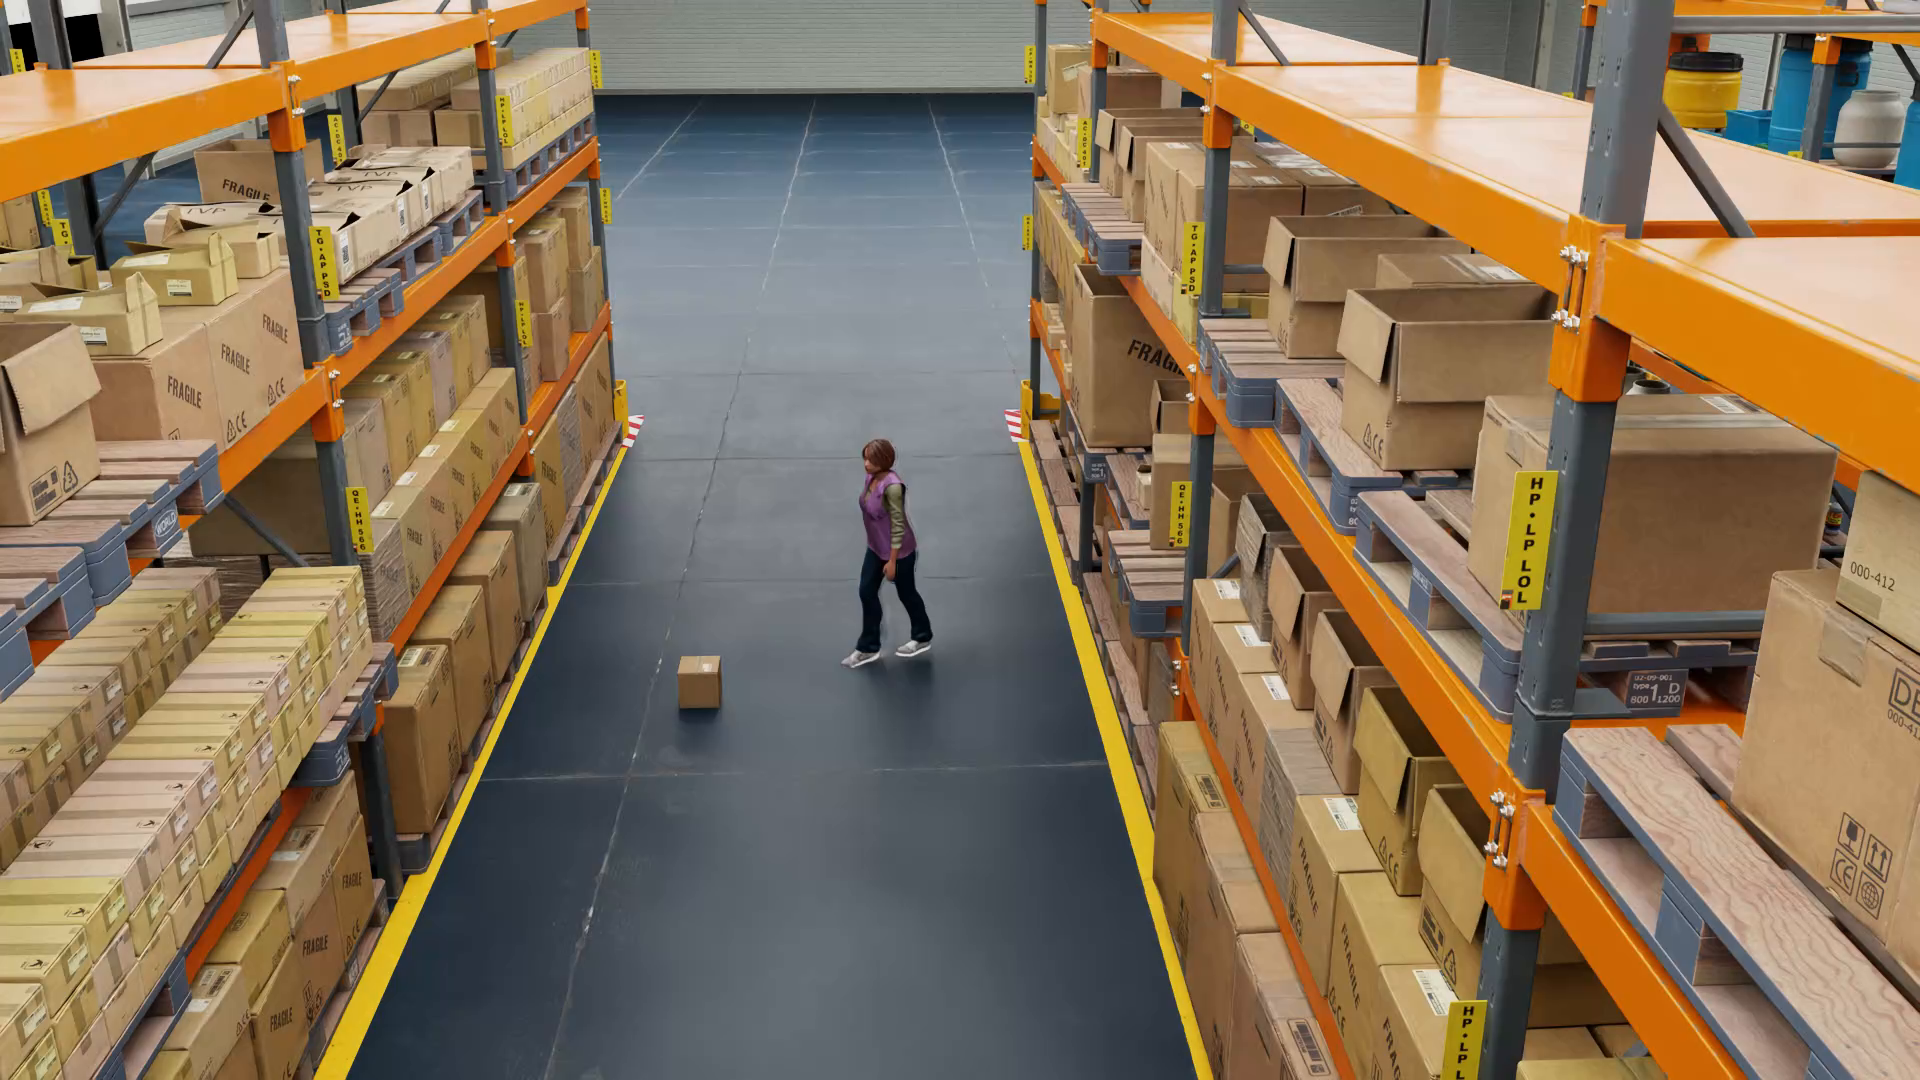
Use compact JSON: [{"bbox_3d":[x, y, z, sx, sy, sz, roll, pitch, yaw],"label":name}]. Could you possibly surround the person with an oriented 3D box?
[{"bbox_3d":[-0.443,0.089,10.882,0.630,1.614,0.443,-13,24,-31],"label":"person"}]
